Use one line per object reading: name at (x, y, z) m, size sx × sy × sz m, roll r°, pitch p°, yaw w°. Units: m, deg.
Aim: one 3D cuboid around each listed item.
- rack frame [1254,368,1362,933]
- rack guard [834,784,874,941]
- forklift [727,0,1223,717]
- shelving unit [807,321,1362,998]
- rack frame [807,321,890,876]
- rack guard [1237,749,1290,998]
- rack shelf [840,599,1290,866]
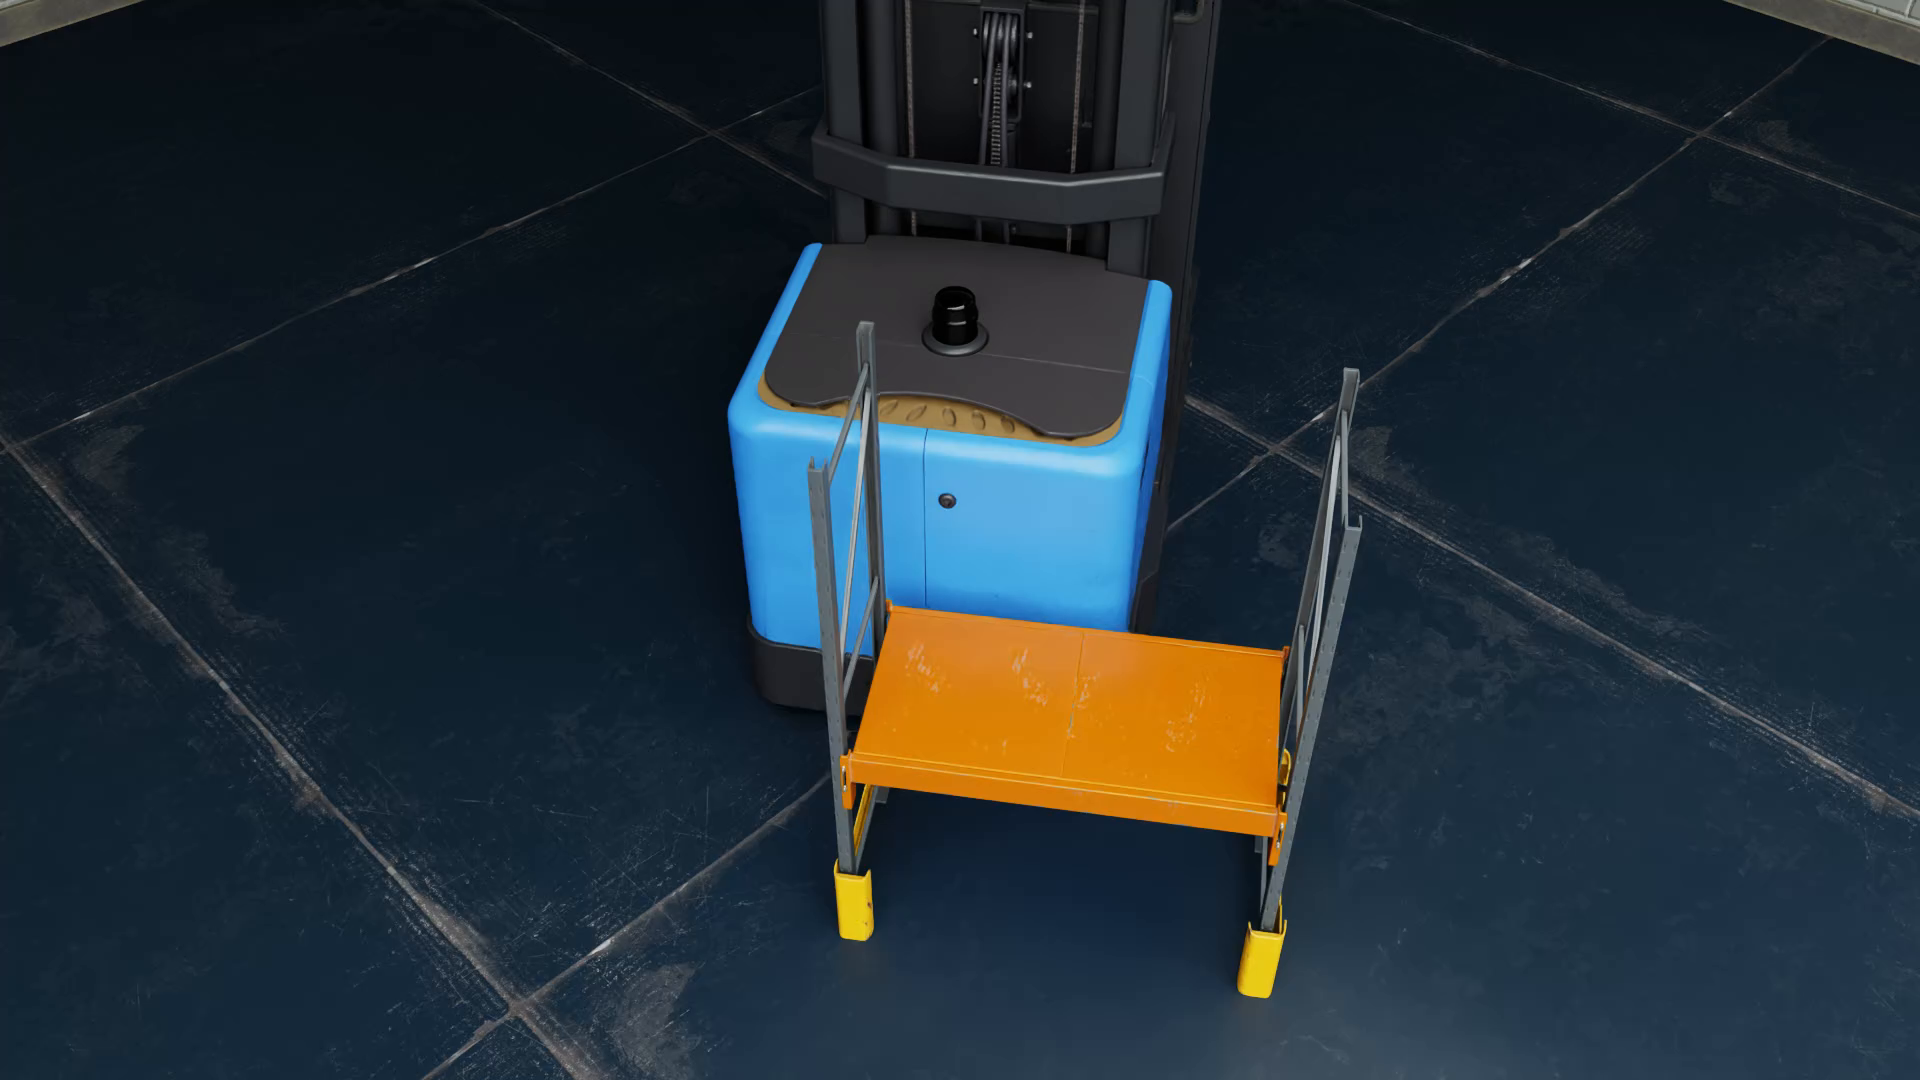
rack frame at (0.765, 0.365, 3.750) m, size 0.032 × 1.500 × 0.500 m, roll 6°, pitch 43°, yaw 7°
rack guard at (-0.219, 0.713, 4.294) m, size 0.087 × 0.250 × 0.587 m, roll 6°, pitch 43°, yaw 7°
forklift at (0.204, -1.517, 4.732) m, size 1.130 × 2.935 × 3.031 m, roll 8°, pitch 43°, yaw 8°
shelving unit at (0.272, 0.309, 3.810) m, size 1.083 × 1.500 × 0.587 m, roll 6°, pitch 43°, yaw 7°
rack frame at (-0.238, 0.252, 3.872) m, size 0.032 × 1.500 × 0.500 m, roll 6°, pitch 43°, yaw 7°
rack guard at (0.764, 0.823, 4.175) m, size 0.087 × 0.250 × 0.587 m, roll 6°, pitch 43°, yaw 7°
rack shelf at (0.263, 0.440, 3.933) m, size 1.000 × 0.185 × 0.538 m, roll 6°, pitch 43°, yaw 7°
